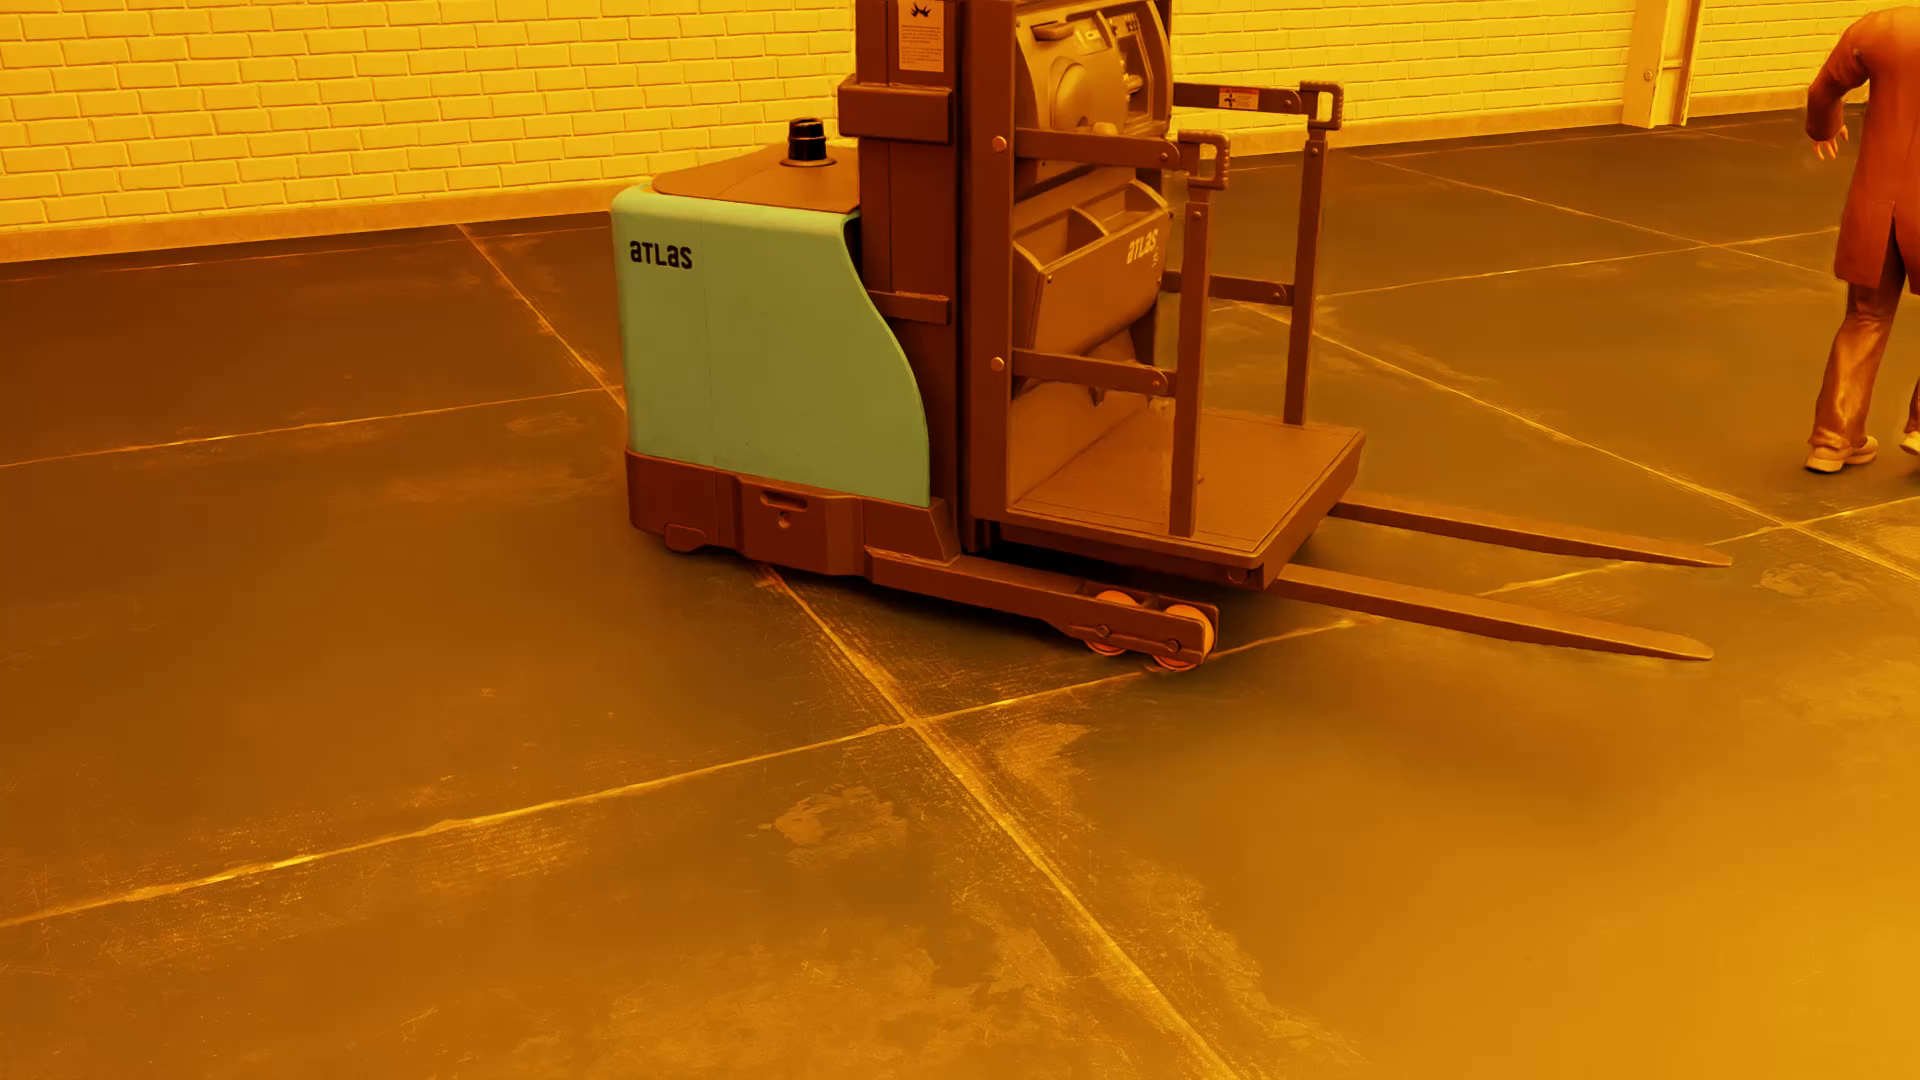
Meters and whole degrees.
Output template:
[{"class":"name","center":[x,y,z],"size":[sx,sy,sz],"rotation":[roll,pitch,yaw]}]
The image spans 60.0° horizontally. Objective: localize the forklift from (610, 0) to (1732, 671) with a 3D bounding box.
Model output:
[{"class":"forklift","center":[0.546,-1.249,4.292],"size":[3.031,2.935,1.130],"rotation":[11,25,25]}]

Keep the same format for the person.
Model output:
[{"class":"person","center":[3.157,-1.055,5.434],"size":[0.557,1.808,0.994],"rotation":[-16,27,-33]}]
